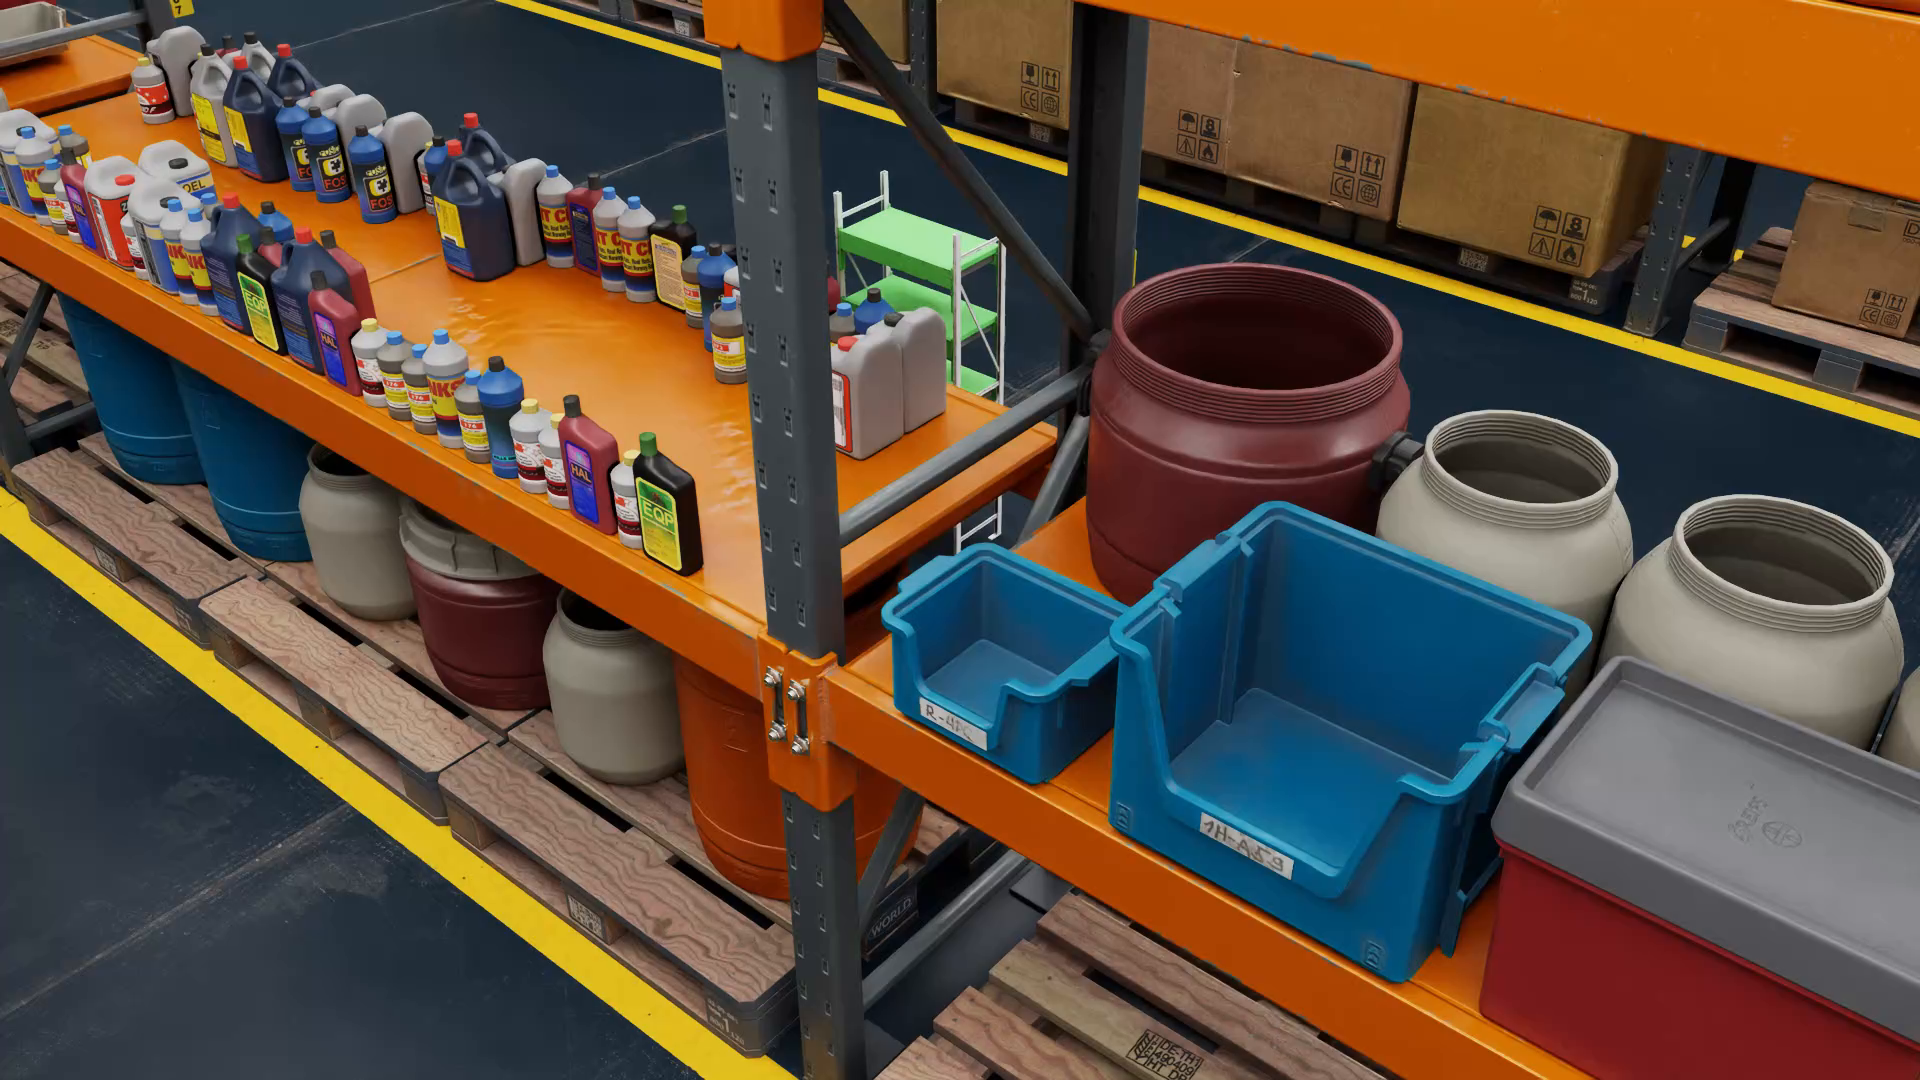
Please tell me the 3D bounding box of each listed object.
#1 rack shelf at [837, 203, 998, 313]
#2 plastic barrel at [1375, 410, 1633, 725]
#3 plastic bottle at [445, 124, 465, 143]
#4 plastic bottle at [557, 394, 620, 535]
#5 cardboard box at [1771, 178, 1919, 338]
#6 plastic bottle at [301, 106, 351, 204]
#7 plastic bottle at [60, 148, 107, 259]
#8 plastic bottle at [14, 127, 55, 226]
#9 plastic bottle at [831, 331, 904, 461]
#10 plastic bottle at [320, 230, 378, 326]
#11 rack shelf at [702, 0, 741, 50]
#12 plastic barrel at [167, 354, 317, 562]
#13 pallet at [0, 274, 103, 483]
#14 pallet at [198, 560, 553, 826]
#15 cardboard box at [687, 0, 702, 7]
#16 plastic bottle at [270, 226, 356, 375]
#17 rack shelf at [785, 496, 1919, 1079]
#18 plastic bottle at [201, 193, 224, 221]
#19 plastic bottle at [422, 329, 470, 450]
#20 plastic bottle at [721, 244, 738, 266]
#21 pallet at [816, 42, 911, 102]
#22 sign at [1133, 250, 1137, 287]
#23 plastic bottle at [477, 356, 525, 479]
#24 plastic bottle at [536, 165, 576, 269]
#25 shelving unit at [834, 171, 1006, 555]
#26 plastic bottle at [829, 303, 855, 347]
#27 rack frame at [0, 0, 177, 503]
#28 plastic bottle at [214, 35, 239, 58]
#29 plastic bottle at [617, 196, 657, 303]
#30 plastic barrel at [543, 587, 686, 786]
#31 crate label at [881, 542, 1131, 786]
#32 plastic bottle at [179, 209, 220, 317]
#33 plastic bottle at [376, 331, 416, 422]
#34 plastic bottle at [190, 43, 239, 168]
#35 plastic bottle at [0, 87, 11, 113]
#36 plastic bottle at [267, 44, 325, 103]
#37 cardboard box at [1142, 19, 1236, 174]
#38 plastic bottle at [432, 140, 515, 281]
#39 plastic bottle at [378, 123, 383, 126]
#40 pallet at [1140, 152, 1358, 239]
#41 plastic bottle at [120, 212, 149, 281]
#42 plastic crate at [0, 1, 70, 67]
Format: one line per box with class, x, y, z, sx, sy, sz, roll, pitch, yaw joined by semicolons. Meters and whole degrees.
rack shelf;-0.127;-0.898;5.262;0.480;0.148;0.258;25;42;32
plastic barrel;0.928;0.073;2.896;0.421;0.512;0.421;0;34;0
plastic bottle;-1.407;-1.048;4.729;0.133;0.283;0.061;25;42;32
plastic bottle;-0.761;-0.157;3.433;0.133;0.283;0.061;25;42;32
cardboard box;3.697;-1.233;6.715;0.500;0.500;0.700;23;41;30
plastic bottle;-1.858;-1.130;4.859;0.097;0.271;0.097;0;34;0
plastic bottle;-2.382;-0.922;4.545;0.133;0.283;0.061;25;42;32
plastic bottle;-2.609;-1.037;4.724;0.097;0.271;0.097;0;34;0
plastic bottle;-0.223;-0.341;3.707;0.135;0.276;0.152;25;42;32
plastic bottle;-1.512;-0.618;4.103;0.133;0.283;0.061;25;42;32
rack shelf;-1.537;-1.825;3.744;4.000;0.370;1.077;25;42;32
plastic barrel;-2.122;-0.457;5.248;0.708;0.901;0.600;25;42;32
pallet;-3.664;-0.710;6.597;1.213;0.211;1.003;25;42;32
pallet;-1.566;0.279;5.157;1.213;0.211;1.003;25;42;32
cardboard box;-1.052;-3.662;9.938;0.875;0.875;0.875;25;42;32
plastic bottle;-1.558;-0.591;4.005;0.185;0.351;0.144;25;42;32
rack shelf;1.537;0.860;2.484;4.000;0.370;1.077;25;42;32
plastic bottle;-2.006;-0.836;4.493;0.097;0.201;0.097;0;34;0
plastic bottle;-1.137;-0.343;3.714;0.097;0.271;0.097;0;34;0
plastic bottle;-0.555;-0.646;4.144;0.133;0.283;0.061;25;42;32
pallet;-0.439;-2.925;9.822;1.213;0.211;1.003;25;42;32
sign;0.347;-0.470;3.641;0.005;0.325;0.100;25;42;32
plastic bottle;-0.987;-0.273;3.611;0.097;0.271;0.097;0;34;0
plastic bottle;-1.085;-0.878;4.492;0.097;0.271;0.097;0;34;0
shelving unit;-0.127;-0.555;5.498;0.503;1.200;0.258;25;42;32
plastic bottle;-0.272;-0.466;3.954;0.097;0.201;0.097;0;34;0
rack frame;-3.074;-1.610;5.445;0.127;3.000;1.000;25;42;32
plastic bottle;-2.357;-1.496;5.381;0.133;0.283;0.061;25;42;32
plastic bottle;-0.832;-0.759;4.319;0.097;0.271;0.097;0;34;0
plastic barrel;-0.878;0.356;4.409;0.421;0.512;0.421;0;34;0
crate label;0.084;0.224;2.923;0.416;0.233;0.303;25;42;32
plastic bottle;-1.926;-0.715;4.255;0.097;0.271;0.097;0;34;0
plastic bottle;-1.287;-0.385;3.836;0.097;0.201;0.097;0;34;0
plastic bottle;-2.250;-1.336;5.090;0.185;0.351;0.144;25;42;32
plastic bottle;-2.980;-1.306;5.046;0.185;0.351;0.144;25;42;32
plastic bottle;-2.016;-1.332;5.084;0.185;0.351;0.144;25;42;32
cardboard box;1.287;-2.516;8.269;0.875;0.875;1.225;24;41;30
plastic bottle;-1.305;-0.885;4.433;0.185;0.351;0.144;25;42;32
plastic bottle;-1.686;-1.132;4.924;0.097;0.201;0.097;0;34;0
pallet;1.678;-1.927;8.369;1.213;0.211;1.003;25;42;32
plastic bottle;-2.179;-0.805;4.448;0.097;0.201;0.097;0;34;0
plastic crate;-3.340;-1.757;5.838;0.243;0.136;0.396;25;42;32
